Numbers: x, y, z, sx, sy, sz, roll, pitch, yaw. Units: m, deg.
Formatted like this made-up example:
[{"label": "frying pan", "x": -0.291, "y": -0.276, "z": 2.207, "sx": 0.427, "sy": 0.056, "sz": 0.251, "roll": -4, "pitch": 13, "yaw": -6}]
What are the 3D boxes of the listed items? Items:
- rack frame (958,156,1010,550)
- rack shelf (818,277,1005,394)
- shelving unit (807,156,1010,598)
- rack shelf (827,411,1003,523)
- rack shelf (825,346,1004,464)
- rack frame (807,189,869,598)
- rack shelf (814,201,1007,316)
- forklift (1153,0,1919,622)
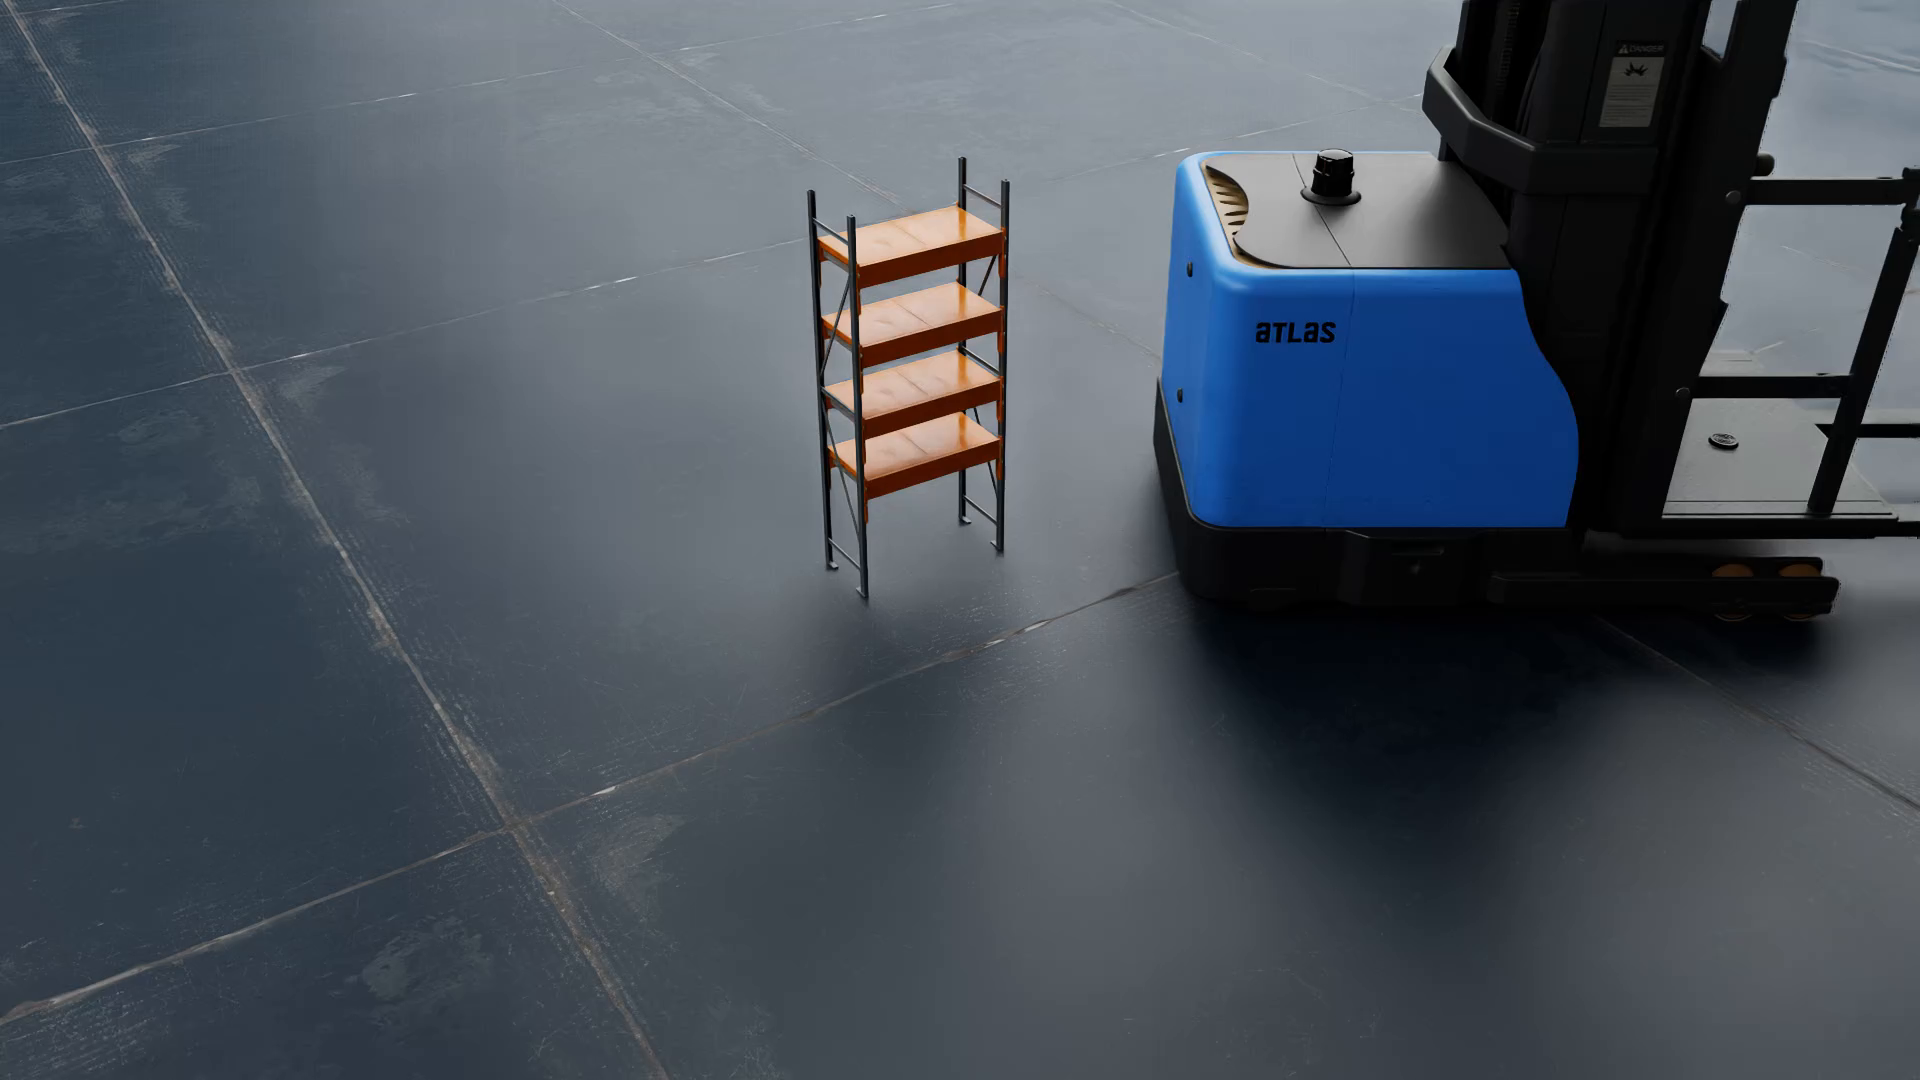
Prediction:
[{"label": "rack frame", "x": 0.066, "y": -0.530, "z": 4.966, "sx": 0.015, "sy": 1.200, "sz": 0.240, "roll": -19, "pitch": 37, "yaw": -27}, {"label": "rack shelf", "x": -0.139, "y": -0.592, "z": 4.771, "sx": 0.480, "sy": 0.148, "sz": 0.258, "roll": -19, "pitch": 37, "yaw": -27}, {"label": "shelving unit", "x": -0.139, "y": -0.460, "z": 4.854, "sx": 0.503, "sy": 1.200, "sz": 0.258, "roll": -19, "pitch": 37, "yaw": -27}, {"label": "rack shelf", "x": -0.139, "y": -0.235, "z": 4.996, "sx": 0.480, "sy": 0.148, "sz": 0.258, "roll": -19, "pitch": 37, "yaw": -27}, {"label": "rack shelf", "x": -0.139, "y": -0.403, "z": 4.890, "sx": 0.480, "sy": 0.148, "sz": 0.258, "roll": -19, "pitch": 37, "yaw": -27}, {"label": "rack frame", "x": -0.344, "y": -0.389, "z": 4.742, "sx": 0.015, "sy": 1.200, "sz": 0.240, "roll": -19, "pitch": 37, "yaw": -27}, {"label": "rack shelf", "x": -0.139, "y": -0.792, "z": 4.644, "sx": 0.480, "sy": 0.148, "sz": 0.258, "roll": -19, "pitch": 37, "yaw": -27}, {"label": "forklift", "x": 2.171, "y": -1.286, "z": 4.541, "sx": 3.031, "sy": 2.935, "sz": 1.130, "roll": 0, "pitch": 32, "yaw": 0}]
